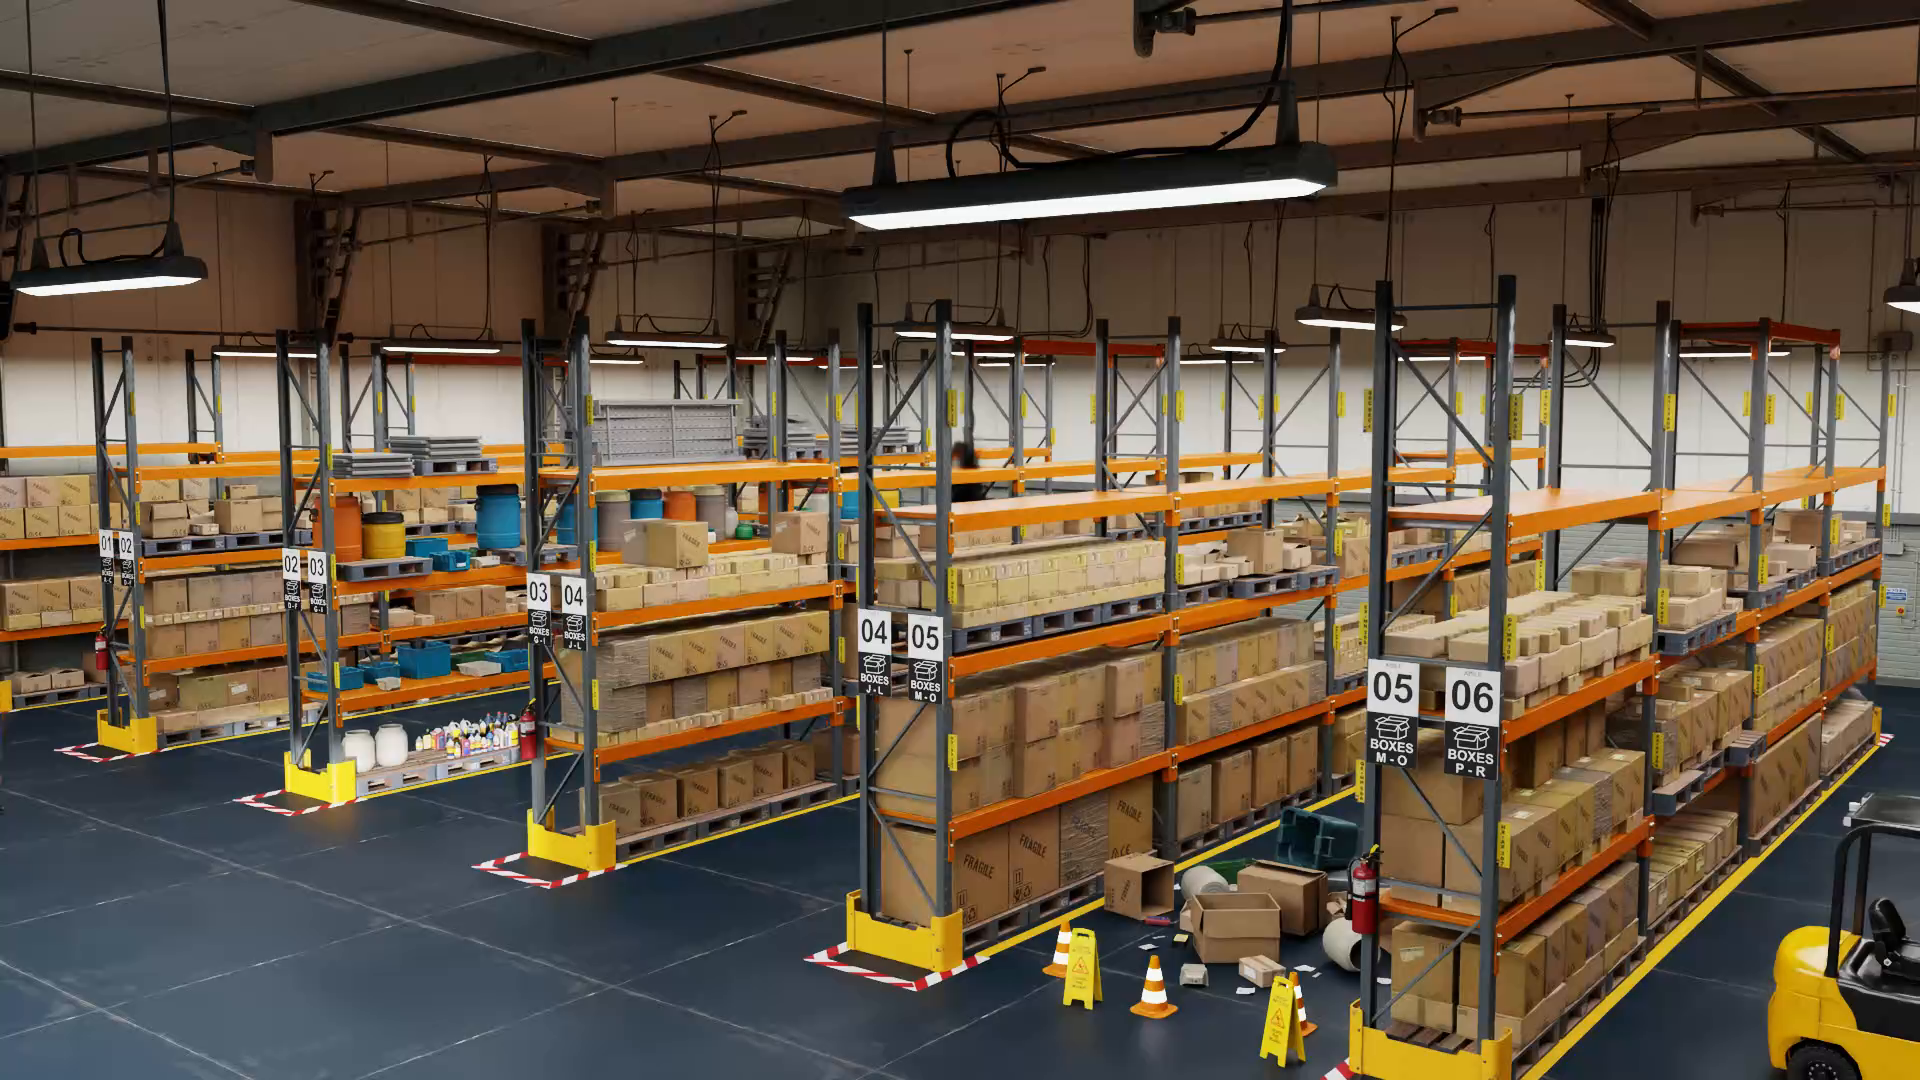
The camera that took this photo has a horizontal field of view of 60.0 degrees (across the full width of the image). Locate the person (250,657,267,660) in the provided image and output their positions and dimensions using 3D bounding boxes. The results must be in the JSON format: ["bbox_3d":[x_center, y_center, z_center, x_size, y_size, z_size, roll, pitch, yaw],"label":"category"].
[{"bbox_3d":[-11.781,1.963,27.937,0.535,1.511,0.851,2,5,23],"label":"person"}]

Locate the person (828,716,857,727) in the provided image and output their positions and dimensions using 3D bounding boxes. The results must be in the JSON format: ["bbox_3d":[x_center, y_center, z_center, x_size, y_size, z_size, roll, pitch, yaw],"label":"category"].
[{"bbox_3d":[-1.650,1.864,24.295,0.636,1.833,0.793,3,6,33],"label":"person"}]

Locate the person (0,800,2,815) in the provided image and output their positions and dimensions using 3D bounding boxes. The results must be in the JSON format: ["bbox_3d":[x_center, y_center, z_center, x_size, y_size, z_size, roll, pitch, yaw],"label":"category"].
[{"bbox_3d":[-9.764,3.028,16.430,0.565,1.440,0.768,-4,6,-35],"label":"person"}]

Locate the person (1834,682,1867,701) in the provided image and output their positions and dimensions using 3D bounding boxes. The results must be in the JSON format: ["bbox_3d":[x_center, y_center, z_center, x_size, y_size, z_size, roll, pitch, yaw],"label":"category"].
[{"bbox_3d":[13.860,2.030,26.178,0.658,1.643,0.913,-4,7,-41],"label":"person"}]
